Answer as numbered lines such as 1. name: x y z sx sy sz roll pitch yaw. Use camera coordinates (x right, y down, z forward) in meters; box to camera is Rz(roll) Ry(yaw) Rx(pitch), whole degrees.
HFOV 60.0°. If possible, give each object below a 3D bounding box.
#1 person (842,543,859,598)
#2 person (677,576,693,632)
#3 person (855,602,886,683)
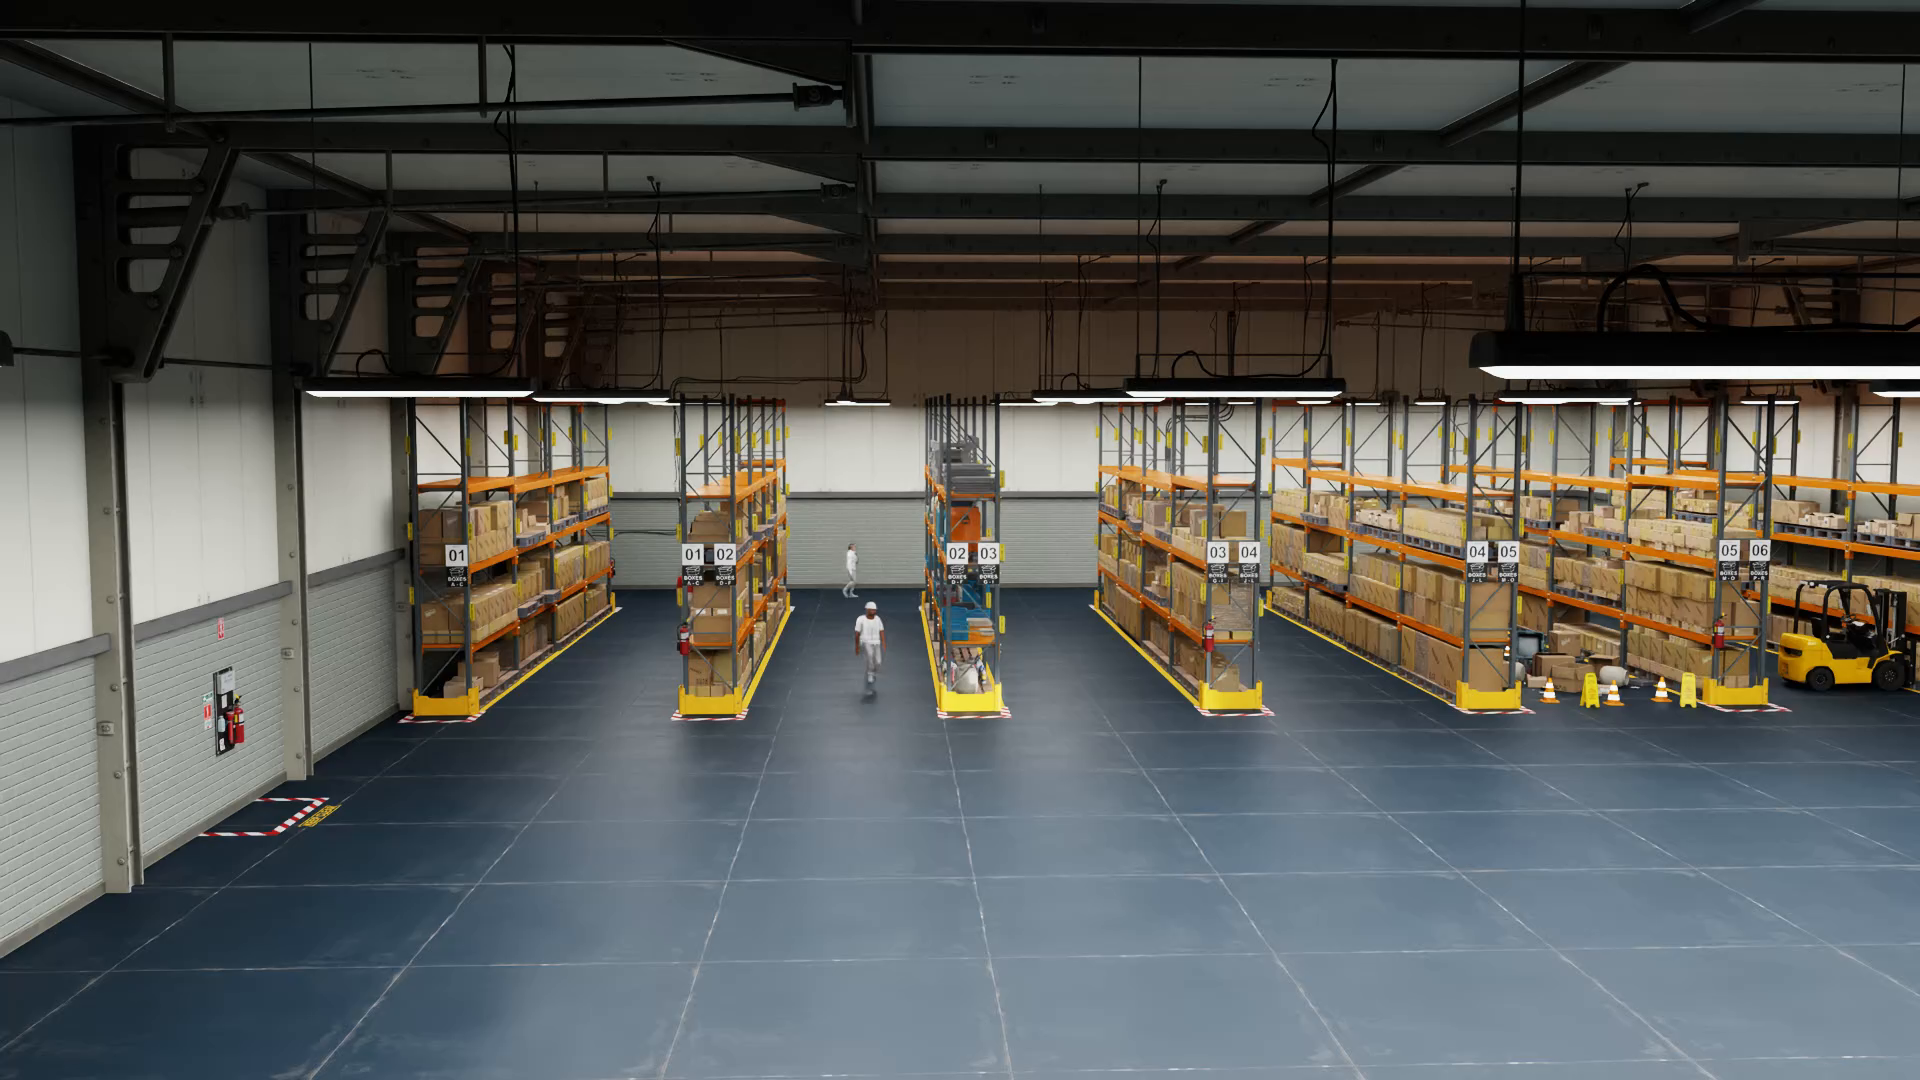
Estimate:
1. person: -3.312 0.903 50.177 0.501 1.672 0.492 0 5 -1
2. person: -6.958 1.519 42.376 0.576 1.723 0.533 2 5 22
3. person: -1.760 2.053 33.603 0.593 1.561 0.692 -2 5 -24
